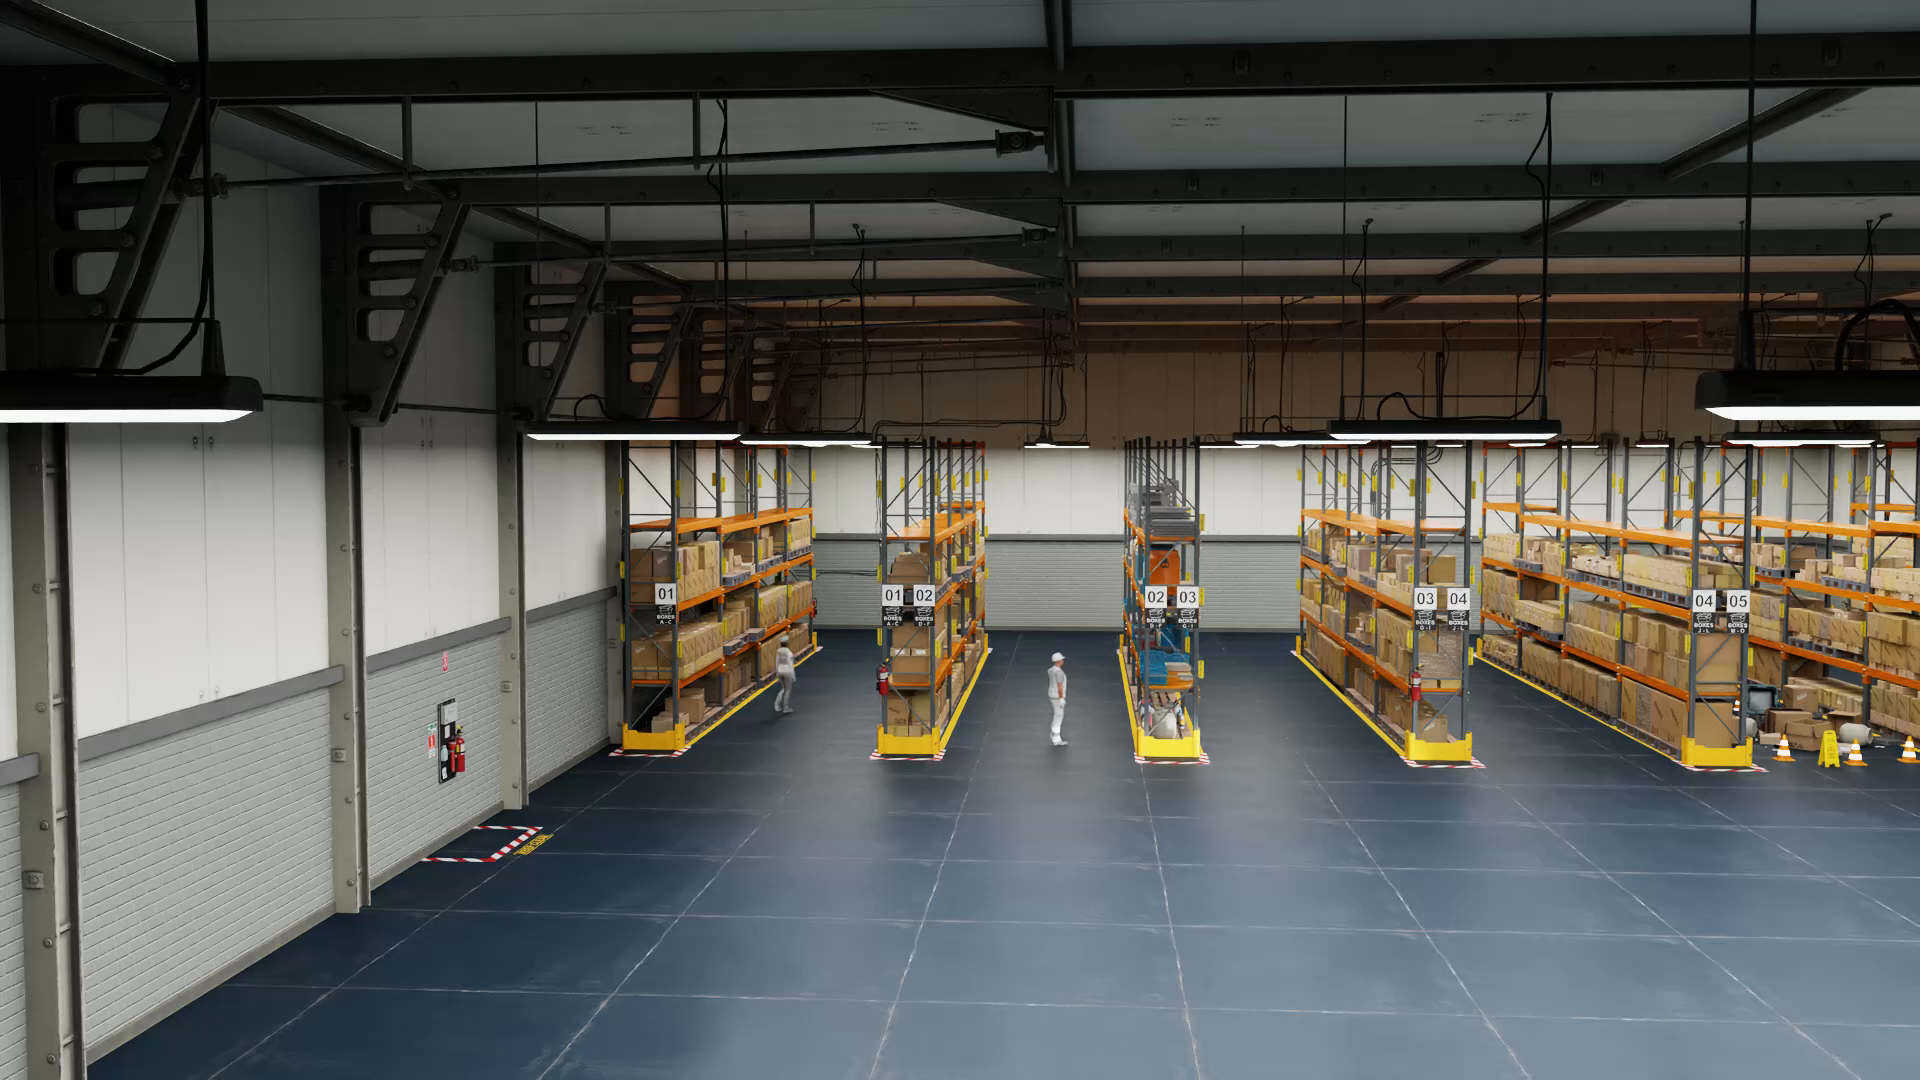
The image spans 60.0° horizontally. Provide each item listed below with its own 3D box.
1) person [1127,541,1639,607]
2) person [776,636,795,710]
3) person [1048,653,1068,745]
[{"bbox_3d":[11.353,1.717,45.309,11.054,3.206,8.503,-1,3,-21],"label":"person"},{"bbox_3d":[-3.806,2.893,36.286,0.496,1.618,0.409,3,4,41],"label":"person"},{"bbox_3d":[3.427,2.856,37.233,5.690,1.830,9.190,-1,3,-14],"label":"person"}]
